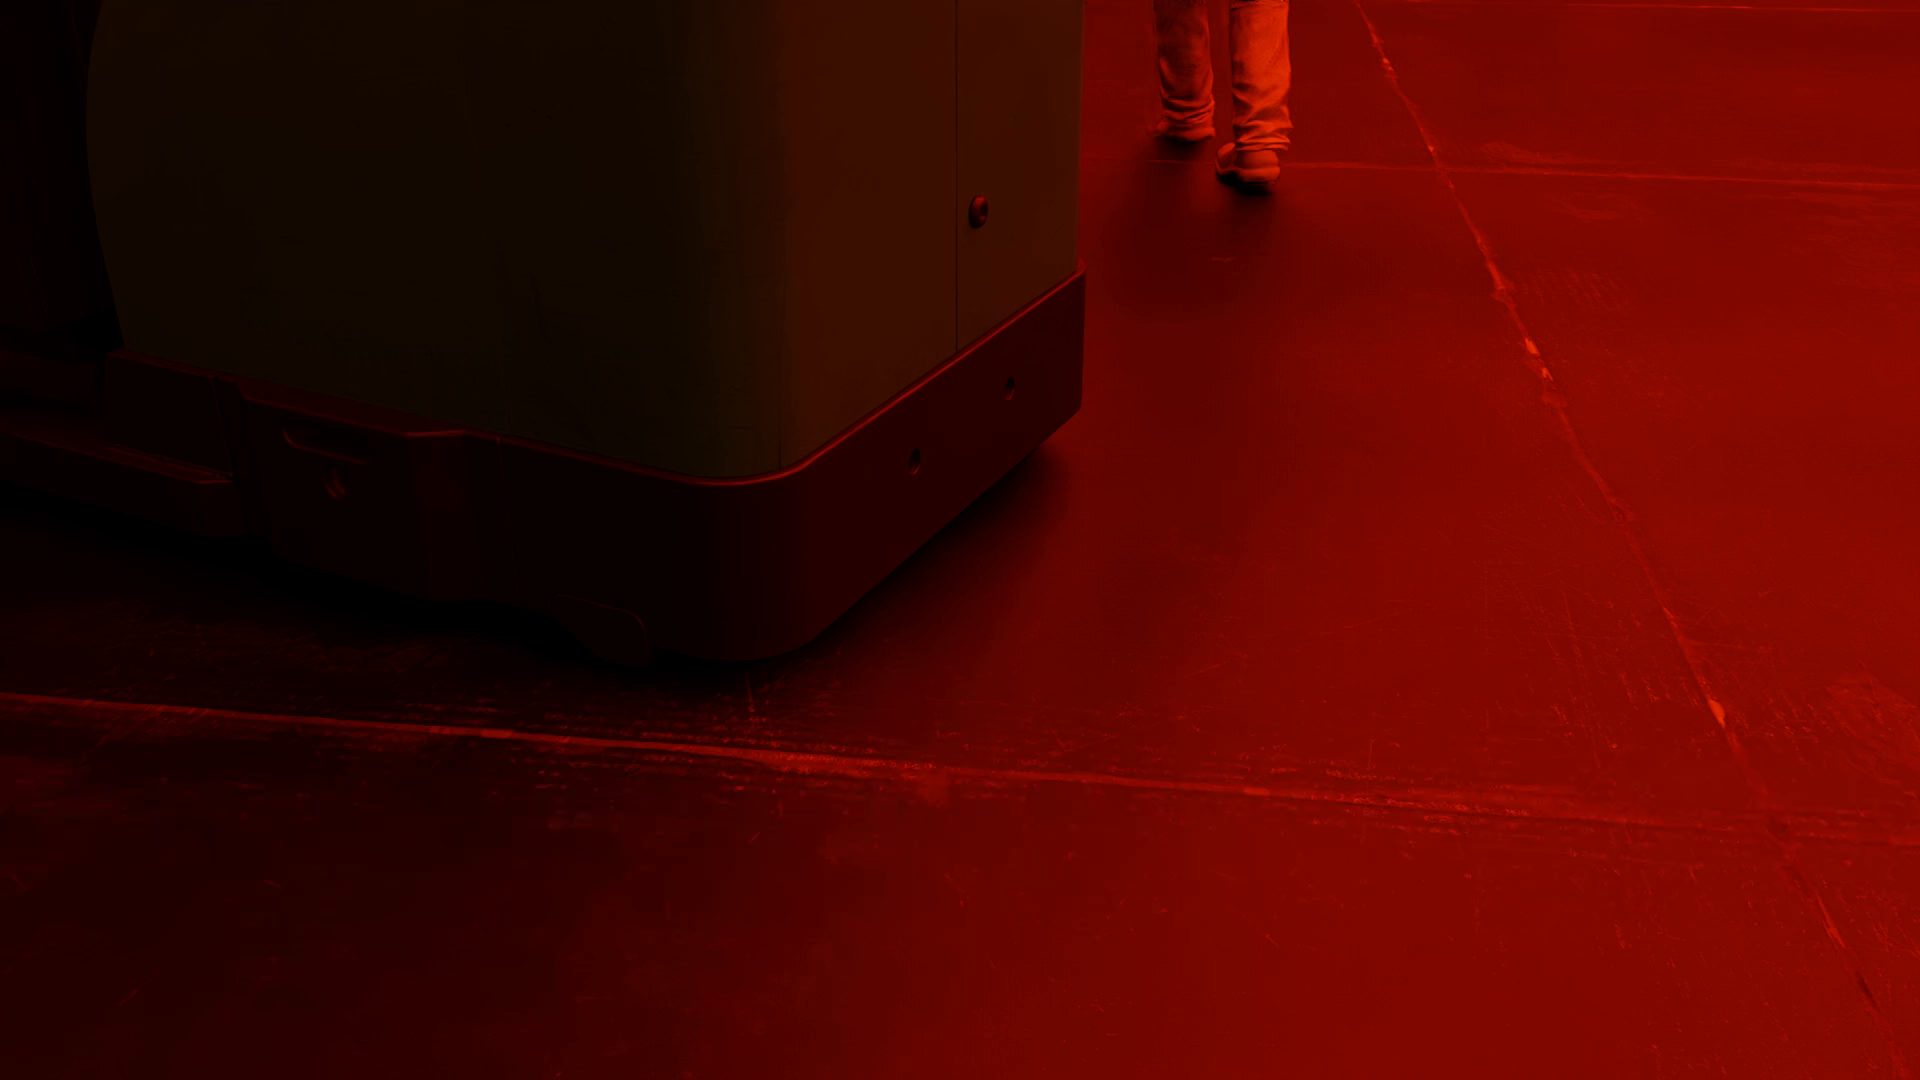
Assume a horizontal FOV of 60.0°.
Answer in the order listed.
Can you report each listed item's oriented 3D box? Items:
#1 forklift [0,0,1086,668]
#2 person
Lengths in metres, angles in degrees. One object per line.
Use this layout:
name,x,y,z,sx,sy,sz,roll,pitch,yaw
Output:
forklift,-1.348,-1.593,2.410,3.031,2.935,1.130,13,29,24
person,0.700,-1.788,4.220,0.571,1.721,0.992,-5,27,-10
